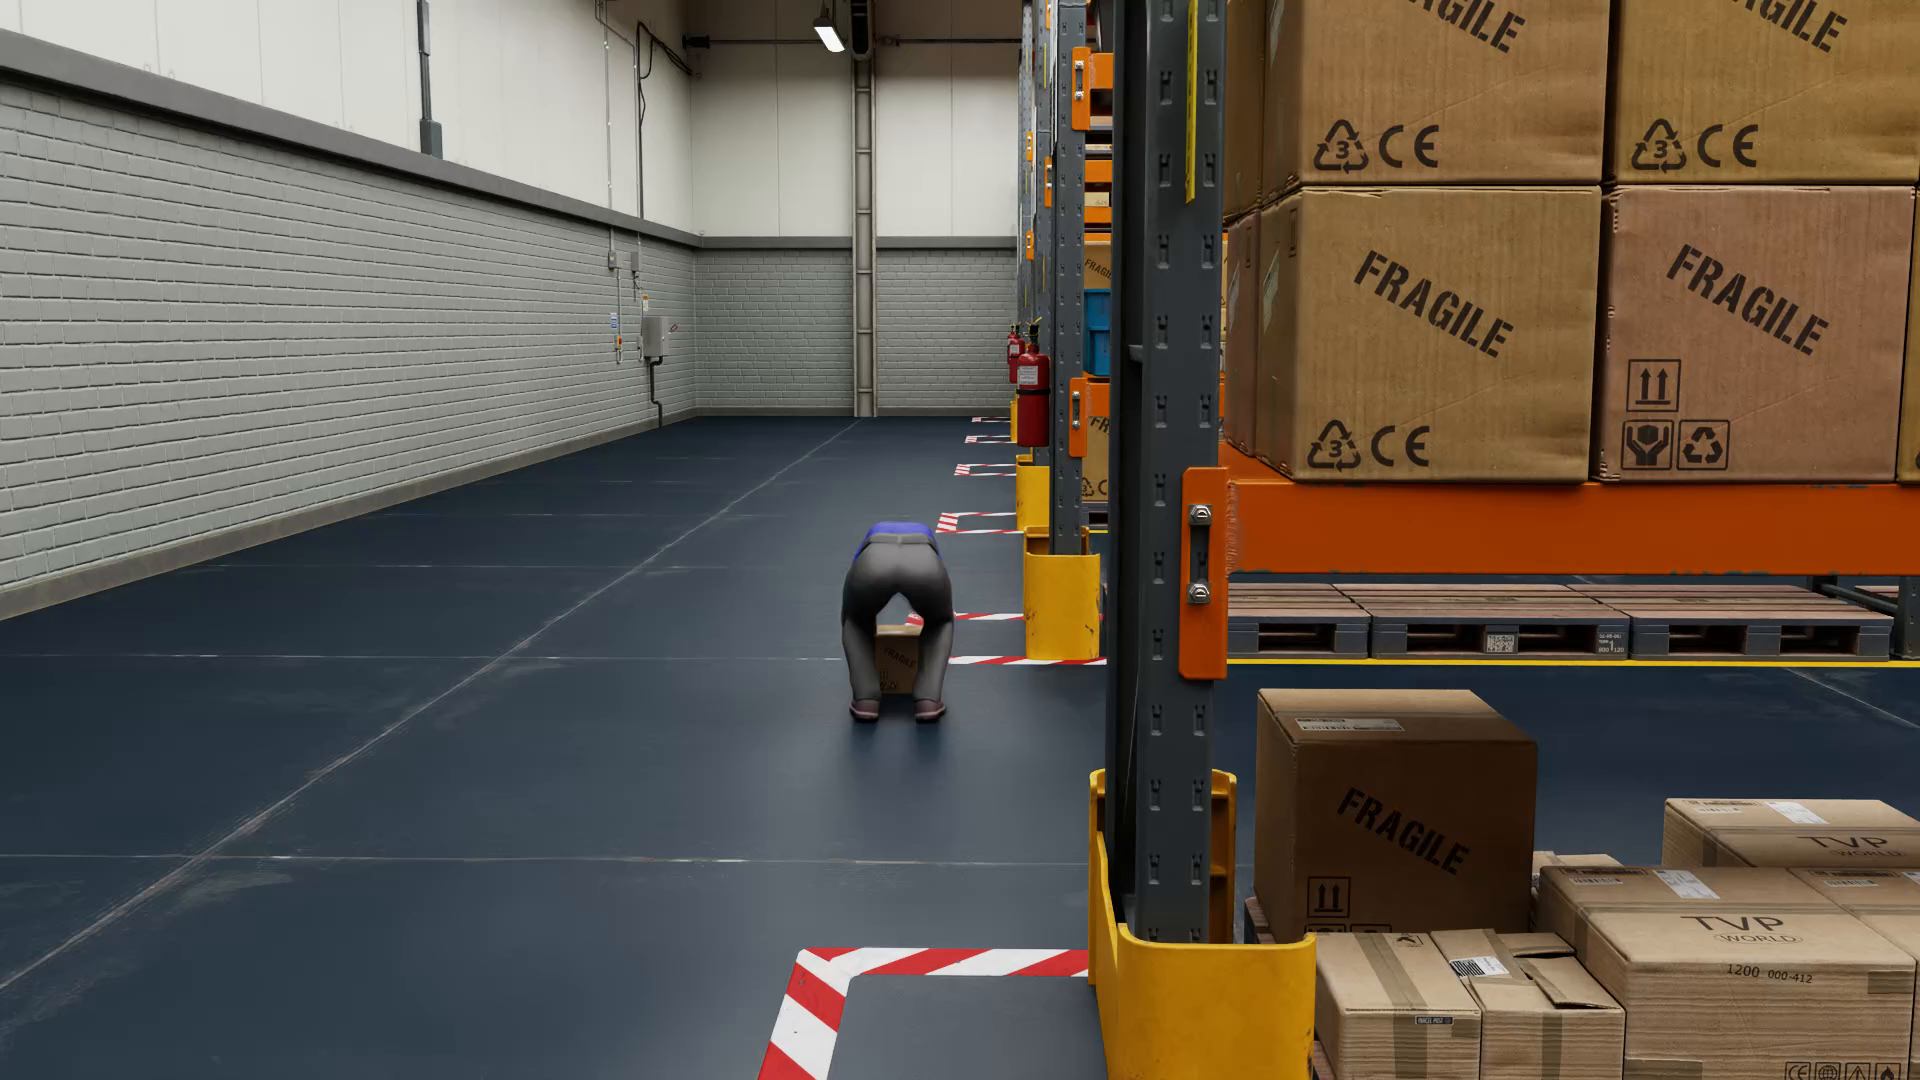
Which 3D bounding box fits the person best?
[{"bbox_3d":[-0.258,0.313,6.861,0.472,0.793,0.871,0,7,-1],"label":"person"}]
